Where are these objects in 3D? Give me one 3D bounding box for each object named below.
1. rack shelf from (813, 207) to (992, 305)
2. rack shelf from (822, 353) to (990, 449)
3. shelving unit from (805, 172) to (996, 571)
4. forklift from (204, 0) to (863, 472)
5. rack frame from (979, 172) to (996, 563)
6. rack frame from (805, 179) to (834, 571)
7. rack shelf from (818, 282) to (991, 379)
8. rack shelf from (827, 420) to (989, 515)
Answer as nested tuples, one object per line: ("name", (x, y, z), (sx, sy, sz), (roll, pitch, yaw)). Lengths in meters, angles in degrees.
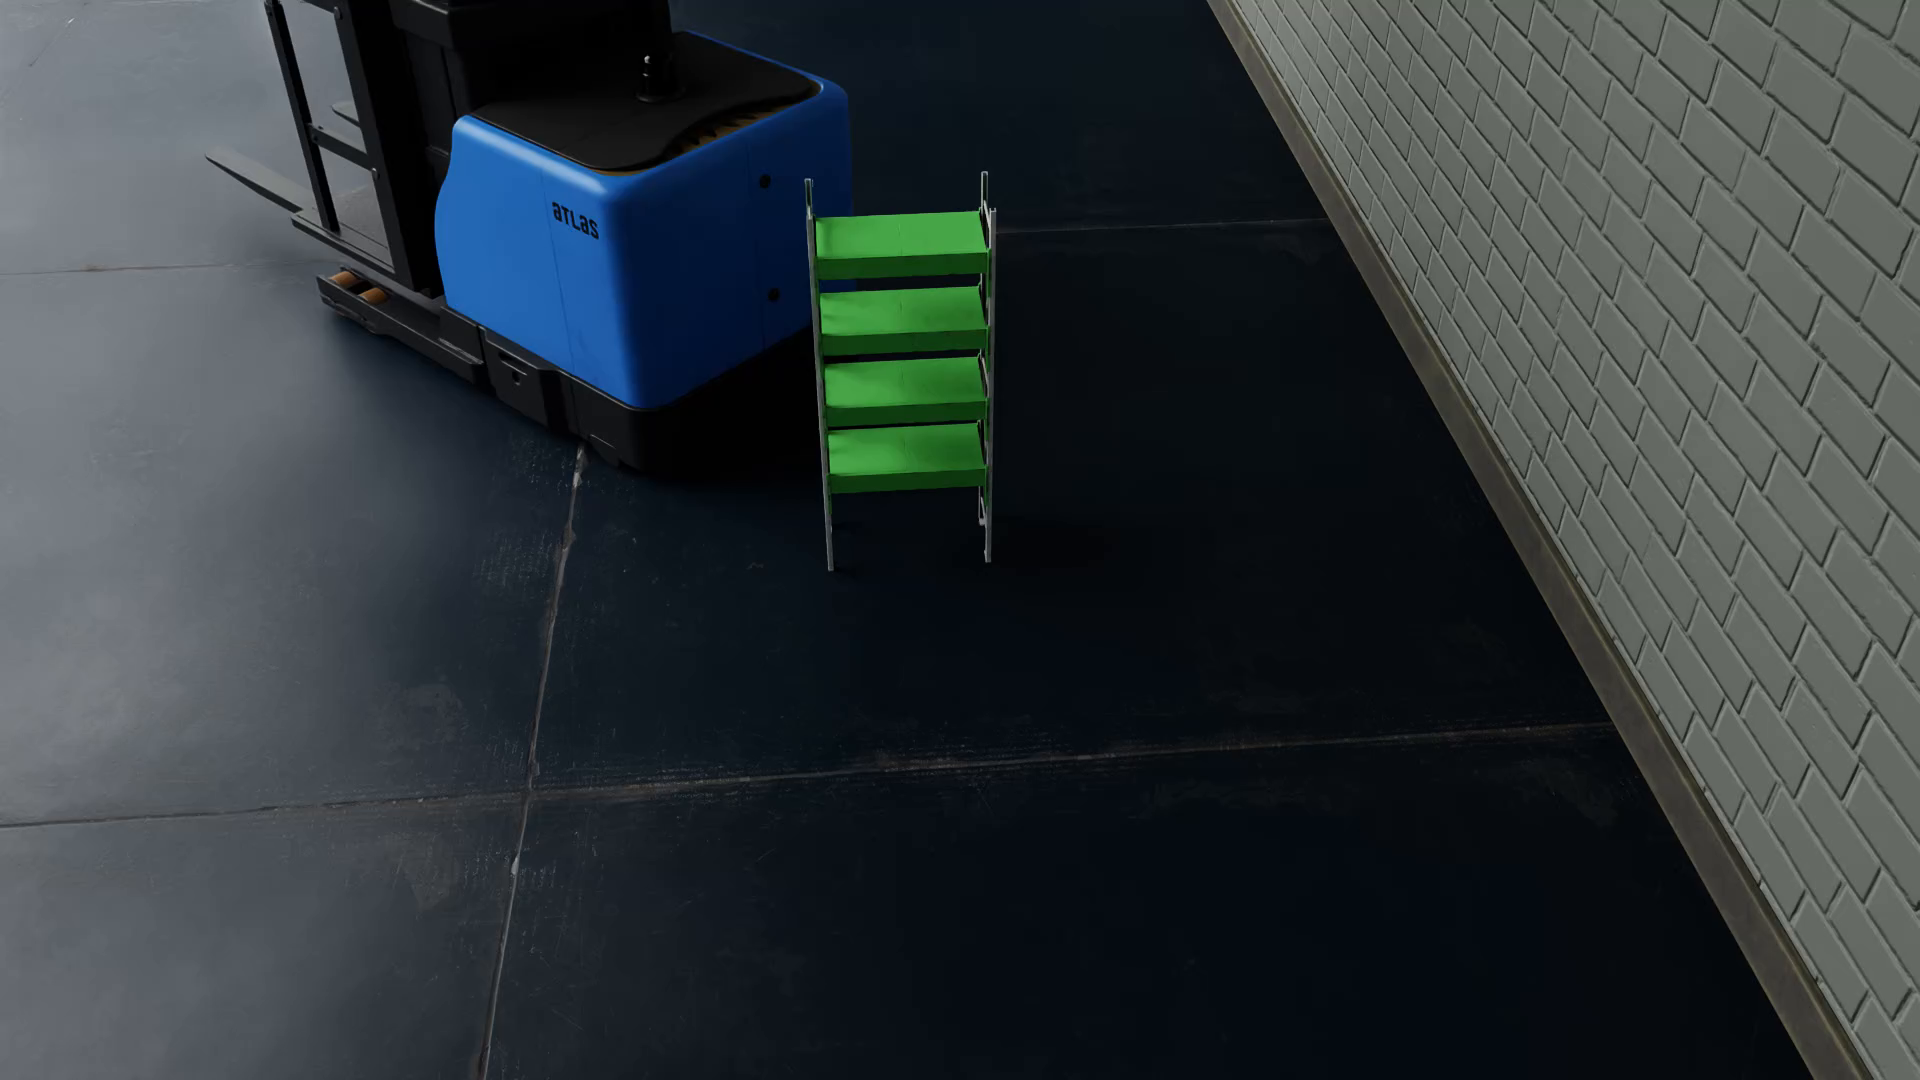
("rack shelf", (-0.165, -0.789, 4.609), (0.480, 0.148, 0.258), (-3, 38, -4))
("rack shelf", (-0.165, -0.412, 4.906), (0.480, 0.148, 0.258), (-3, 38, -4))
("shelving unit", (-0.165, -0.462, 4.867), (0.503, 1.200, 0.258), (-3, 38, -4))
("forklift", (-1.793, -2.144, 5.601), (3.031, 2.935, 1.130), (28, 46, 31))
("rack frame", (0.078, -0.475, 4.884), (0.015, 1.200, 0.240), (-3, 38, -4))
("rack frame", (-0.408, -0.449, 4.850), (0.015, 1.200, 0.240), (-3, 38, -4))
("rack shelf", (-0.165, -0.600, 4.758), (0.480, 0.148, 0.258), (-3, 38, -4))
("rack shelf", (-0.165, -0.223, 5.055), (0.480, 0.148, 0.258), (-3, 38, -4))
